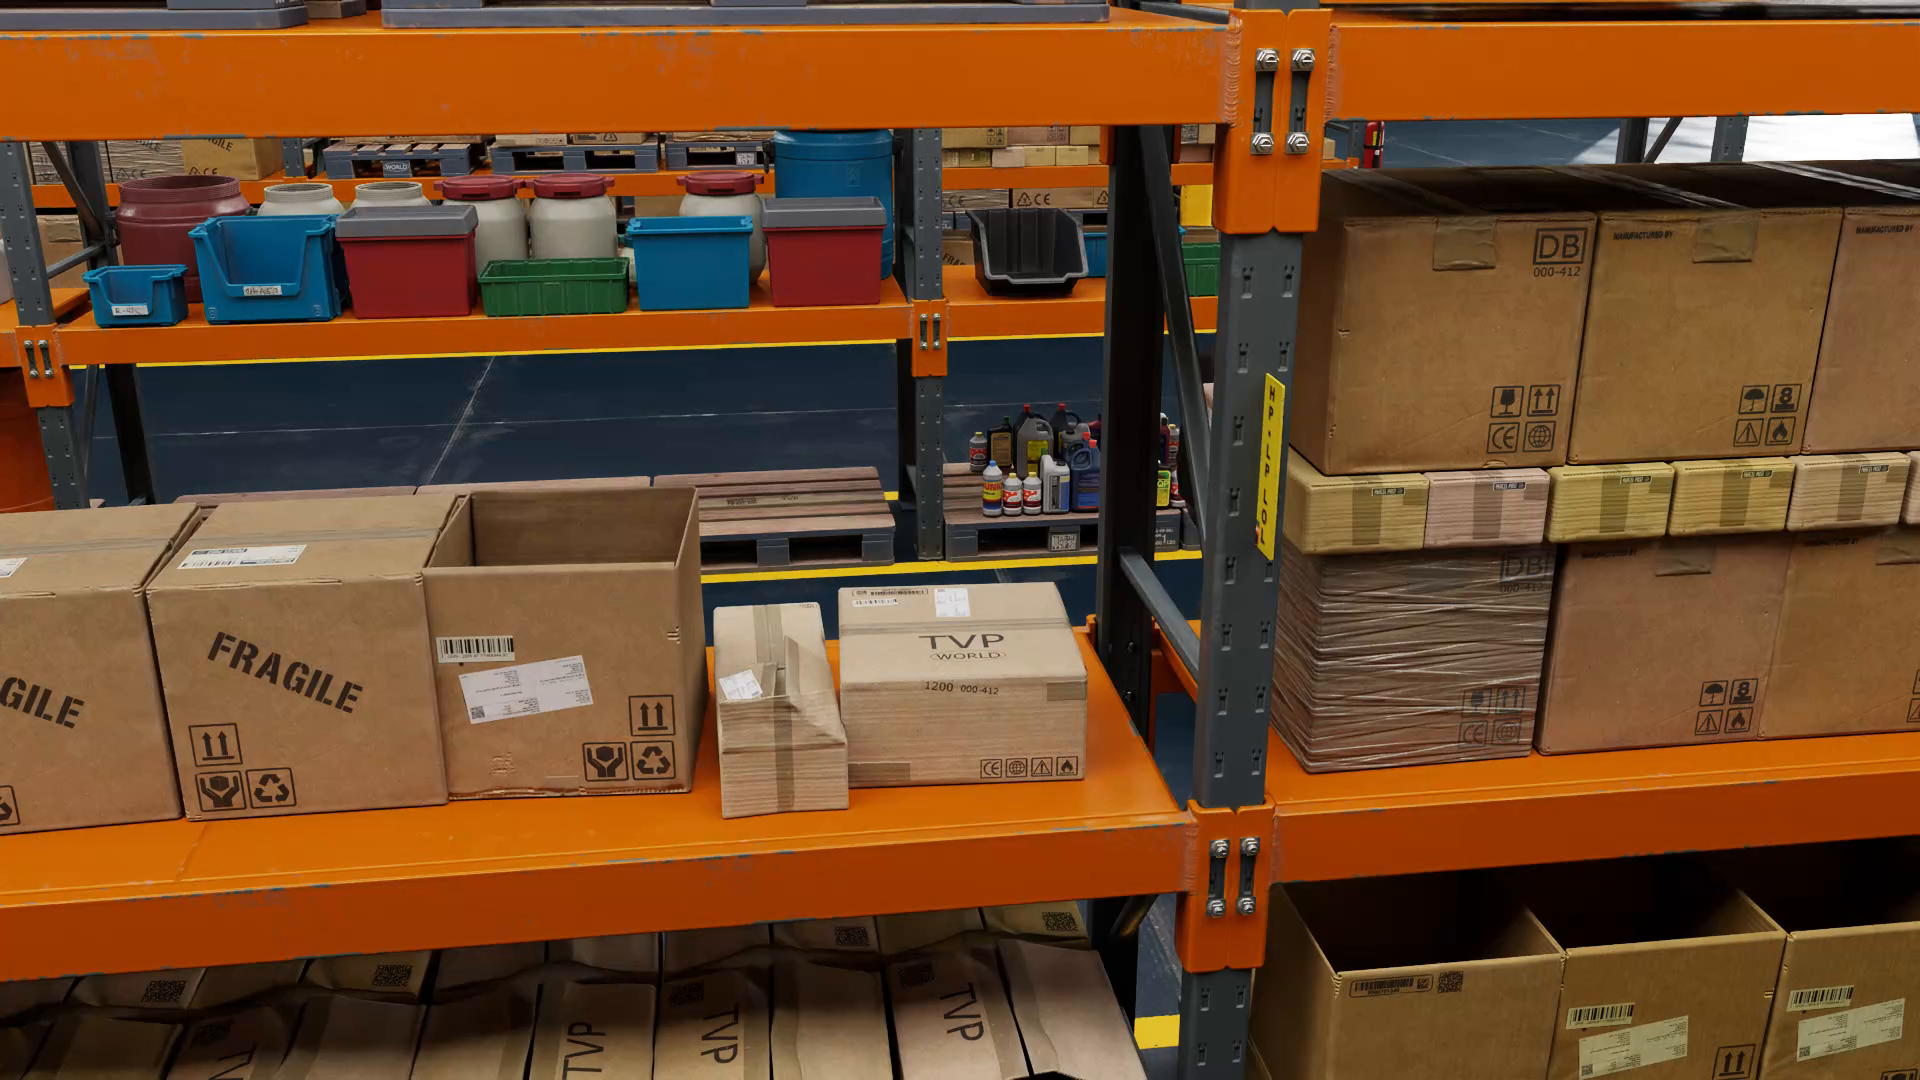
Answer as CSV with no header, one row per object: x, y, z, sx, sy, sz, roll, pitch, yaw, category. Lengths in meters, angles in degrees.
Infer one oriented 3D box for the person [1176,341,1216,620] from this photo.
1.063,-0.153,6.533,0.412,1.721,0.582,-3,20,-8,person
